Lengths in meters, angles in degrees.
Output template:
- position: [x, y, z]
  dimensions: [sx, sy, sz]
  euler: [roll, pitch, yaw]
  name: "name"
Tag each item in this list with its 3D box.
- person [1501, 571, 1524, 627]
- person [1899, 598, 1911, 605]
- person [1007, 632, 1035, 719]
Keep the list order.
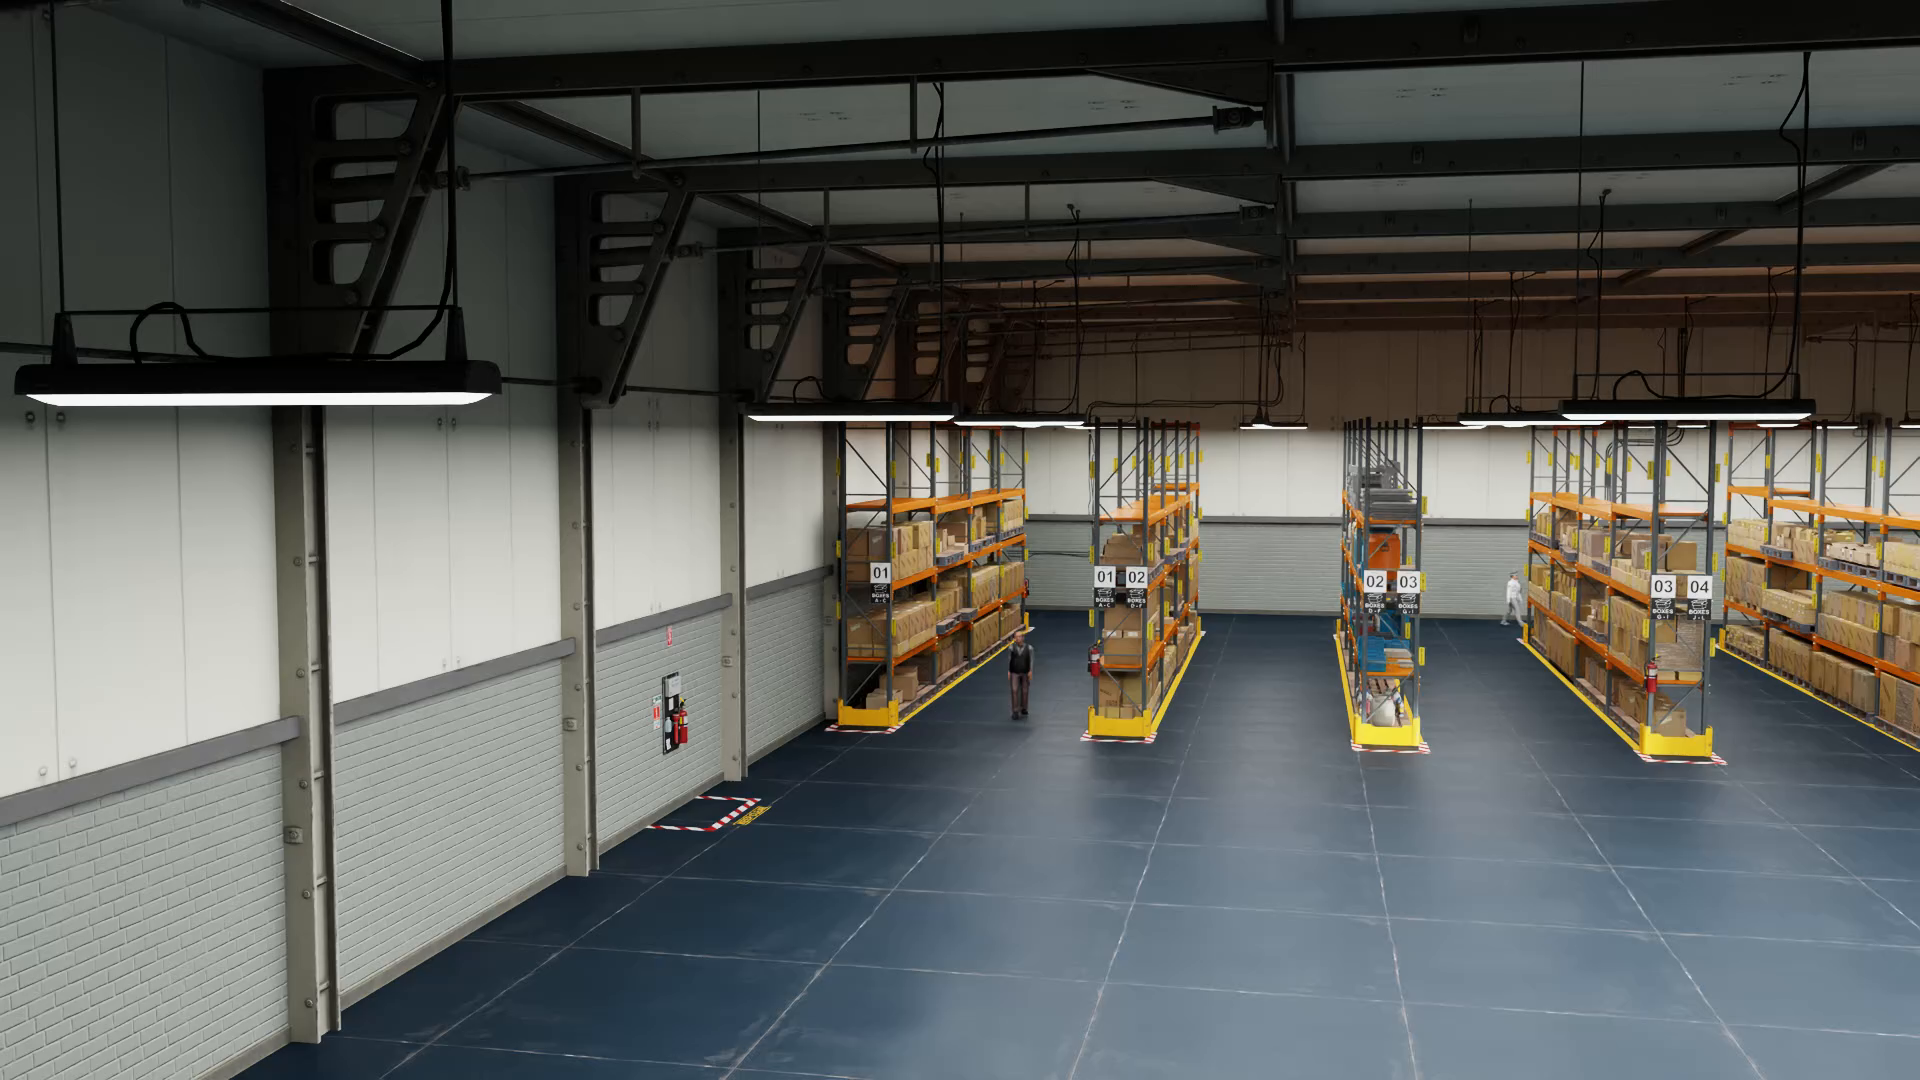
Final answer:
- position: [16.366, 1.724, 48.949]
  dimensions: [0.900, 1.633, 0.472]
  euler: [3, 5, 43]
  name: "person"
- position: [22.578, 2.269, 39.577]
  dimensions: [0.535, 1.789, 0.530]
  euler: [-1, 4, -8]
  name: "person"
- position: [1.222, 2.694, 33.335]
  dimensions: [0.563, 1.685, 0.847]
  euler: [0, 4, 5]
  name: "person"
